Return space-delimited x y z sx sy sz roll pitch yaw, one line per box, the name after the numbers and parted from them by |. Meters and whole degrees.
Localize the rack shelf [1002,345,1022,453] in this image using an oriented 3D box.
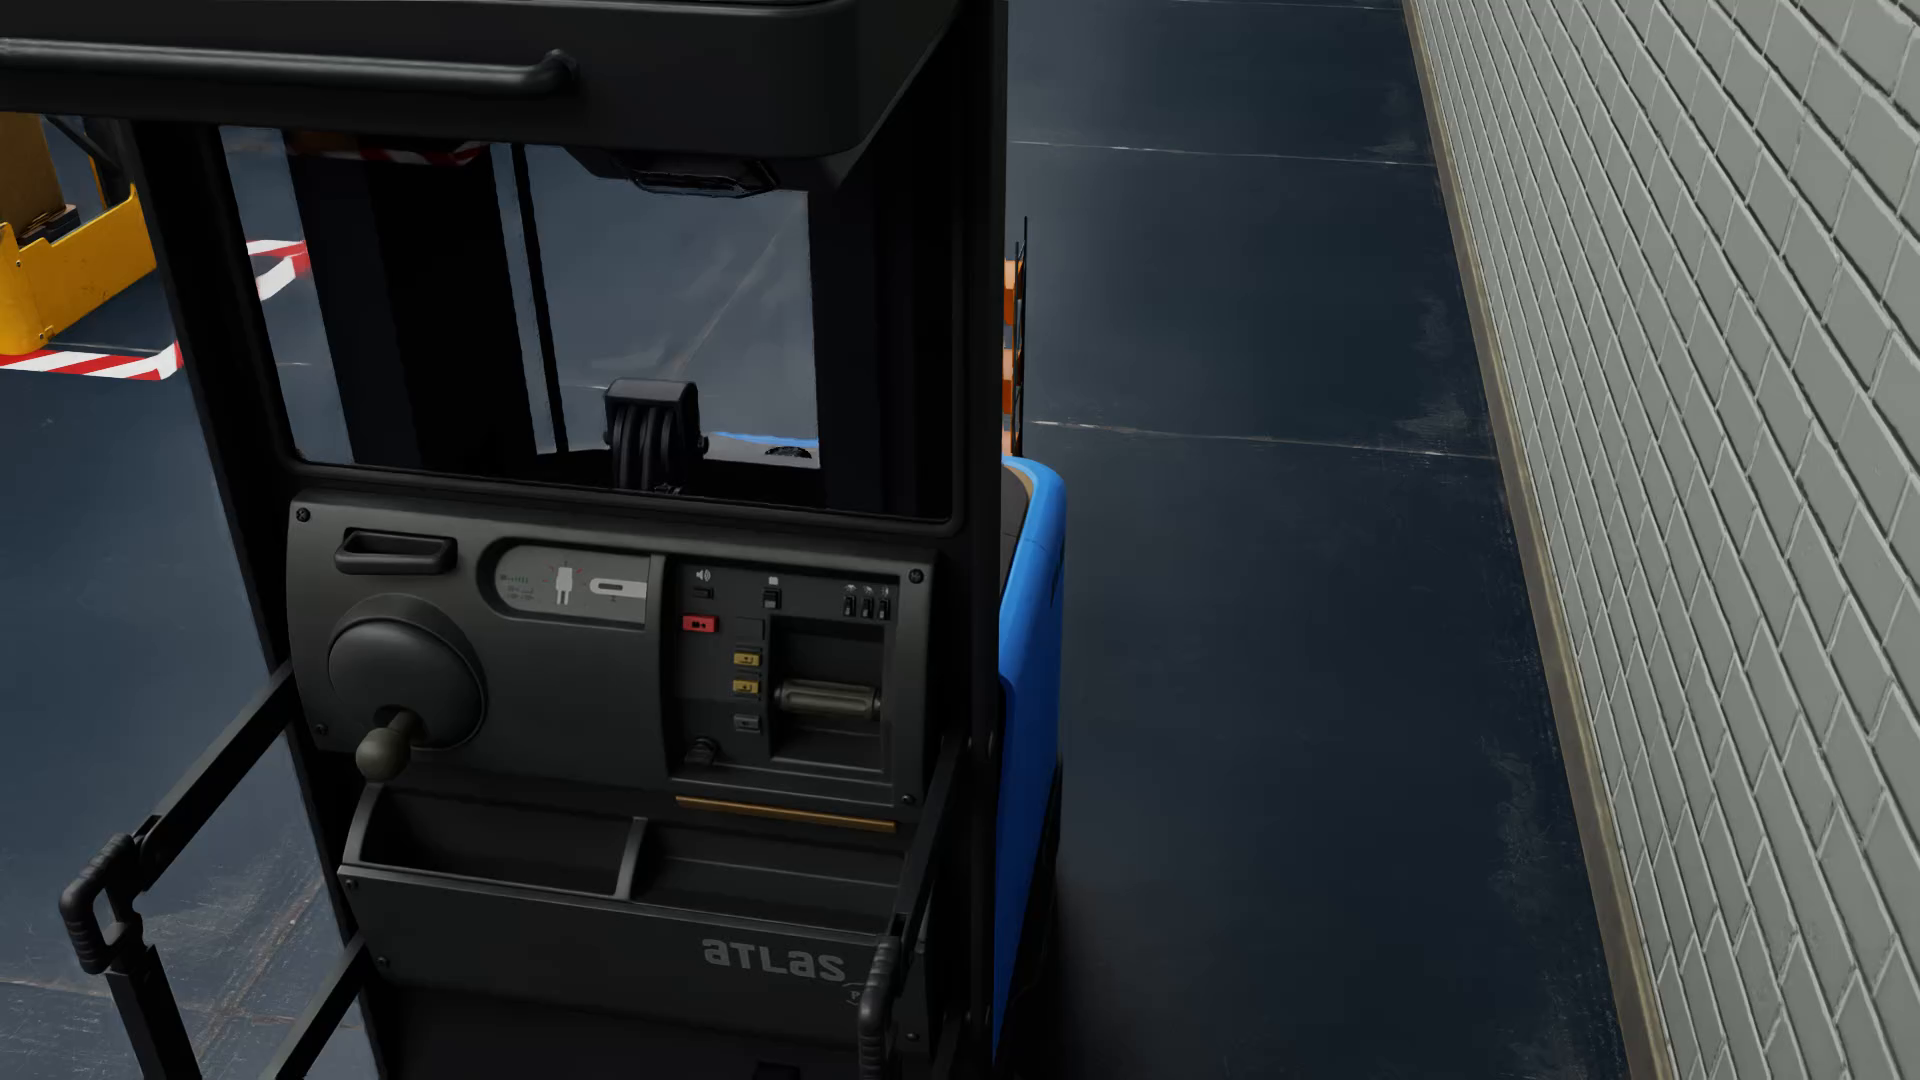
0.053 -0.431 4.969 0.240 0.259 0.215 5 32 8 | rack shelf

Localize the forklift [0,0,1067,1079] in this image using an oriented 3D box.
-0.532 0.220 2.137 1.130 2.935 3.031 6 32 9 | forklift

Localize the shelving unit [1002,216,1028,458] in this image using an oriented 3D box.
0.053 -0.440 4.964 0.252 1.050 0.215 5 32 8 | shelving unit

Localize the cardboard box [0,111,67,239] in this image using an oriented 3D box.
-4.310 -1.590 6.569 0.875 0.875 0.875 5 32 8 | cardboard box

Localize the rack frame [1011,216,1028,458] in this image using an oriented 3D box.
0.173 -0.429 4.946 0.008 1.050 0.200 5 32 8 | rack frame

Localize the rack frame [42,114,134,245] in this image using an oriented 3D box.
-3.666 -2.297 6.093 0.127 3.000 1.000 5 32 8 | rack frame

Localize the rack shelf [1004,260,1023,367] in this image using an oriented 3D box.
0.053 -0.672 4.819 0.240 0.259 0.215 5 32 8 | rack shelf

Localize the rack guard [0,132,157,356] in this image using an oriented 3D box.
-3.642 -1.235 6.752 0.348 0.500 1.175 5 32 8 | rack guard

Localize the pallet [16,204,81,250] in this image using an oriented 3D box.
-4.467 -1.145 6.881 1.213 0.211 1.003 5 32 8 | pallet

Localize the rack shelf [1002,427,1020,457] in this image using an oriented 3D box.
0.053 -0.196 5.117 0.240 0.259 0.215 5 32 8 | rack shelf
